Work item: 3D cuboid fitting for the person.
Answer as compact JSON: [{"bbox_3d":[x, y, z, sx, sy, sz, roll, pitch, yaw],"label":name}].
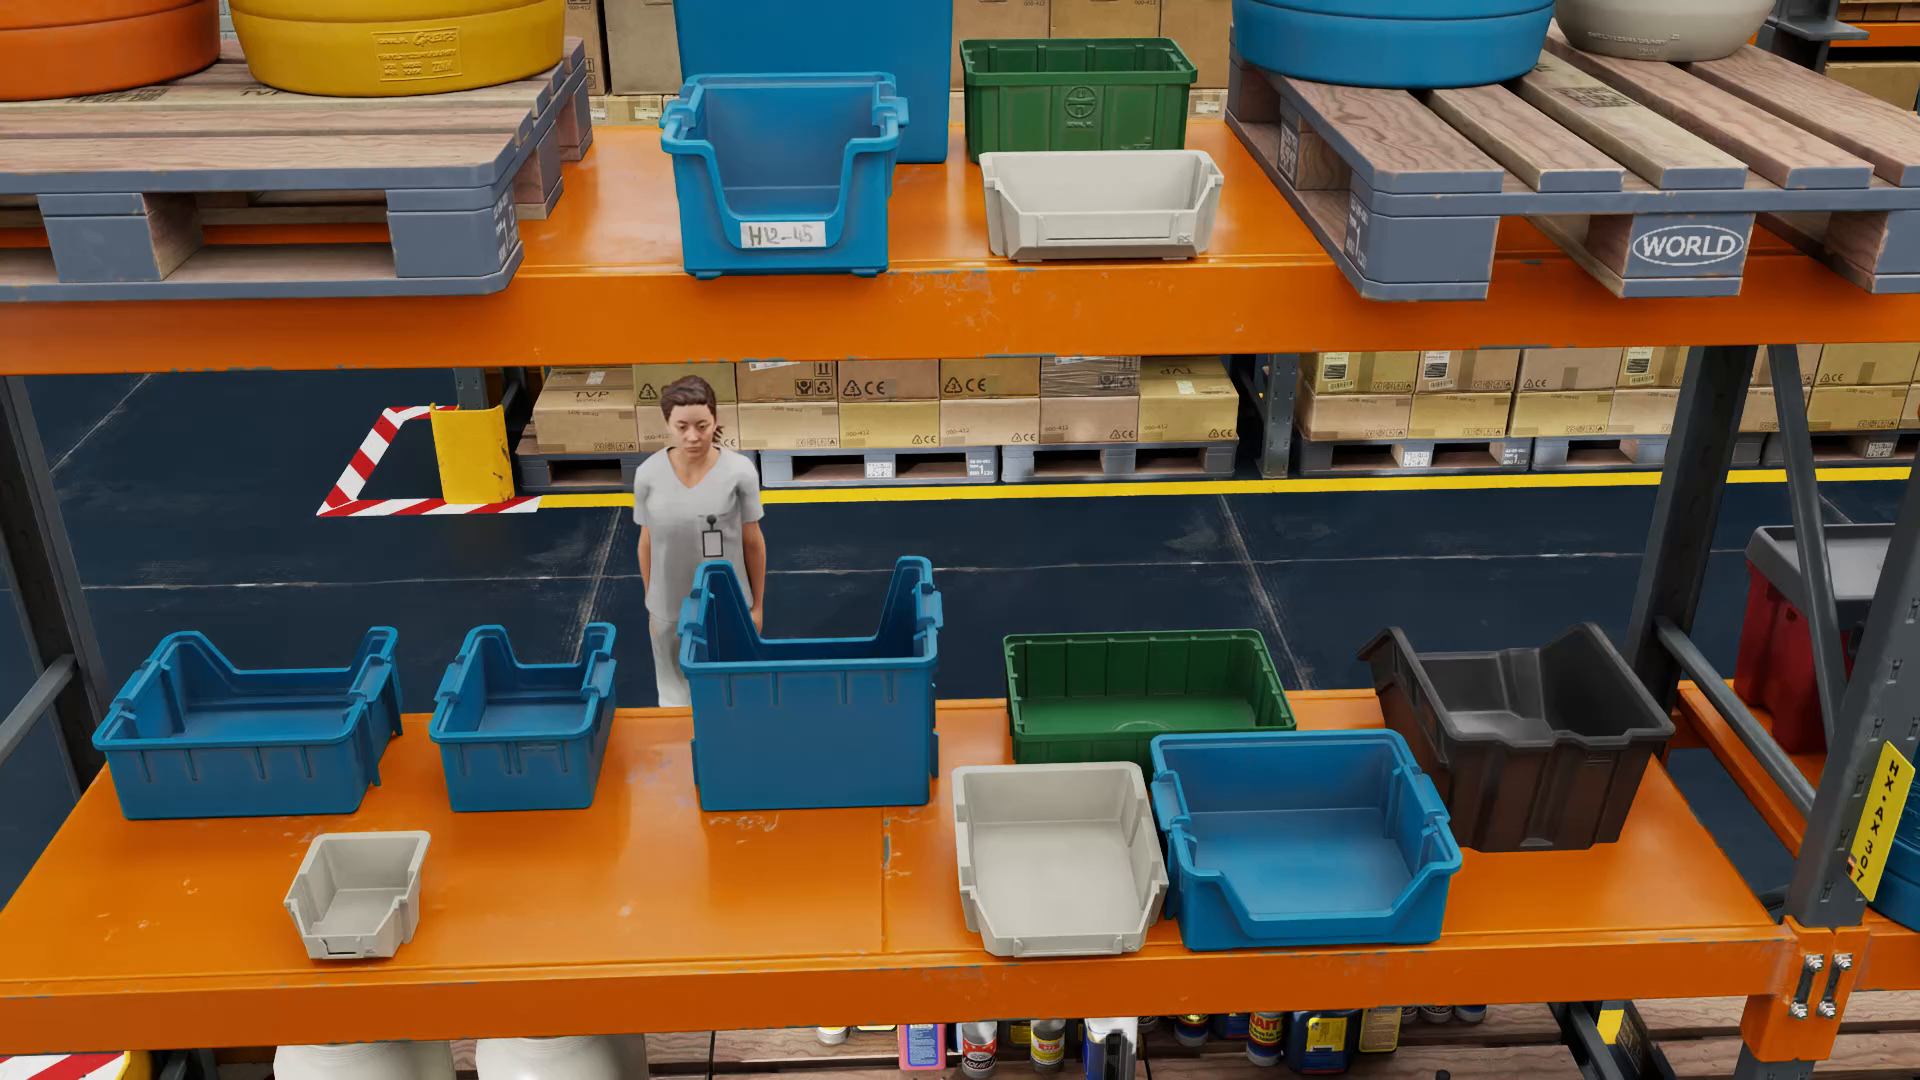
[{"bbox_3d":[-0.871,0.253,5.701,0.436,1.620,0.345,-1,28,-1],"label":"person"}]
